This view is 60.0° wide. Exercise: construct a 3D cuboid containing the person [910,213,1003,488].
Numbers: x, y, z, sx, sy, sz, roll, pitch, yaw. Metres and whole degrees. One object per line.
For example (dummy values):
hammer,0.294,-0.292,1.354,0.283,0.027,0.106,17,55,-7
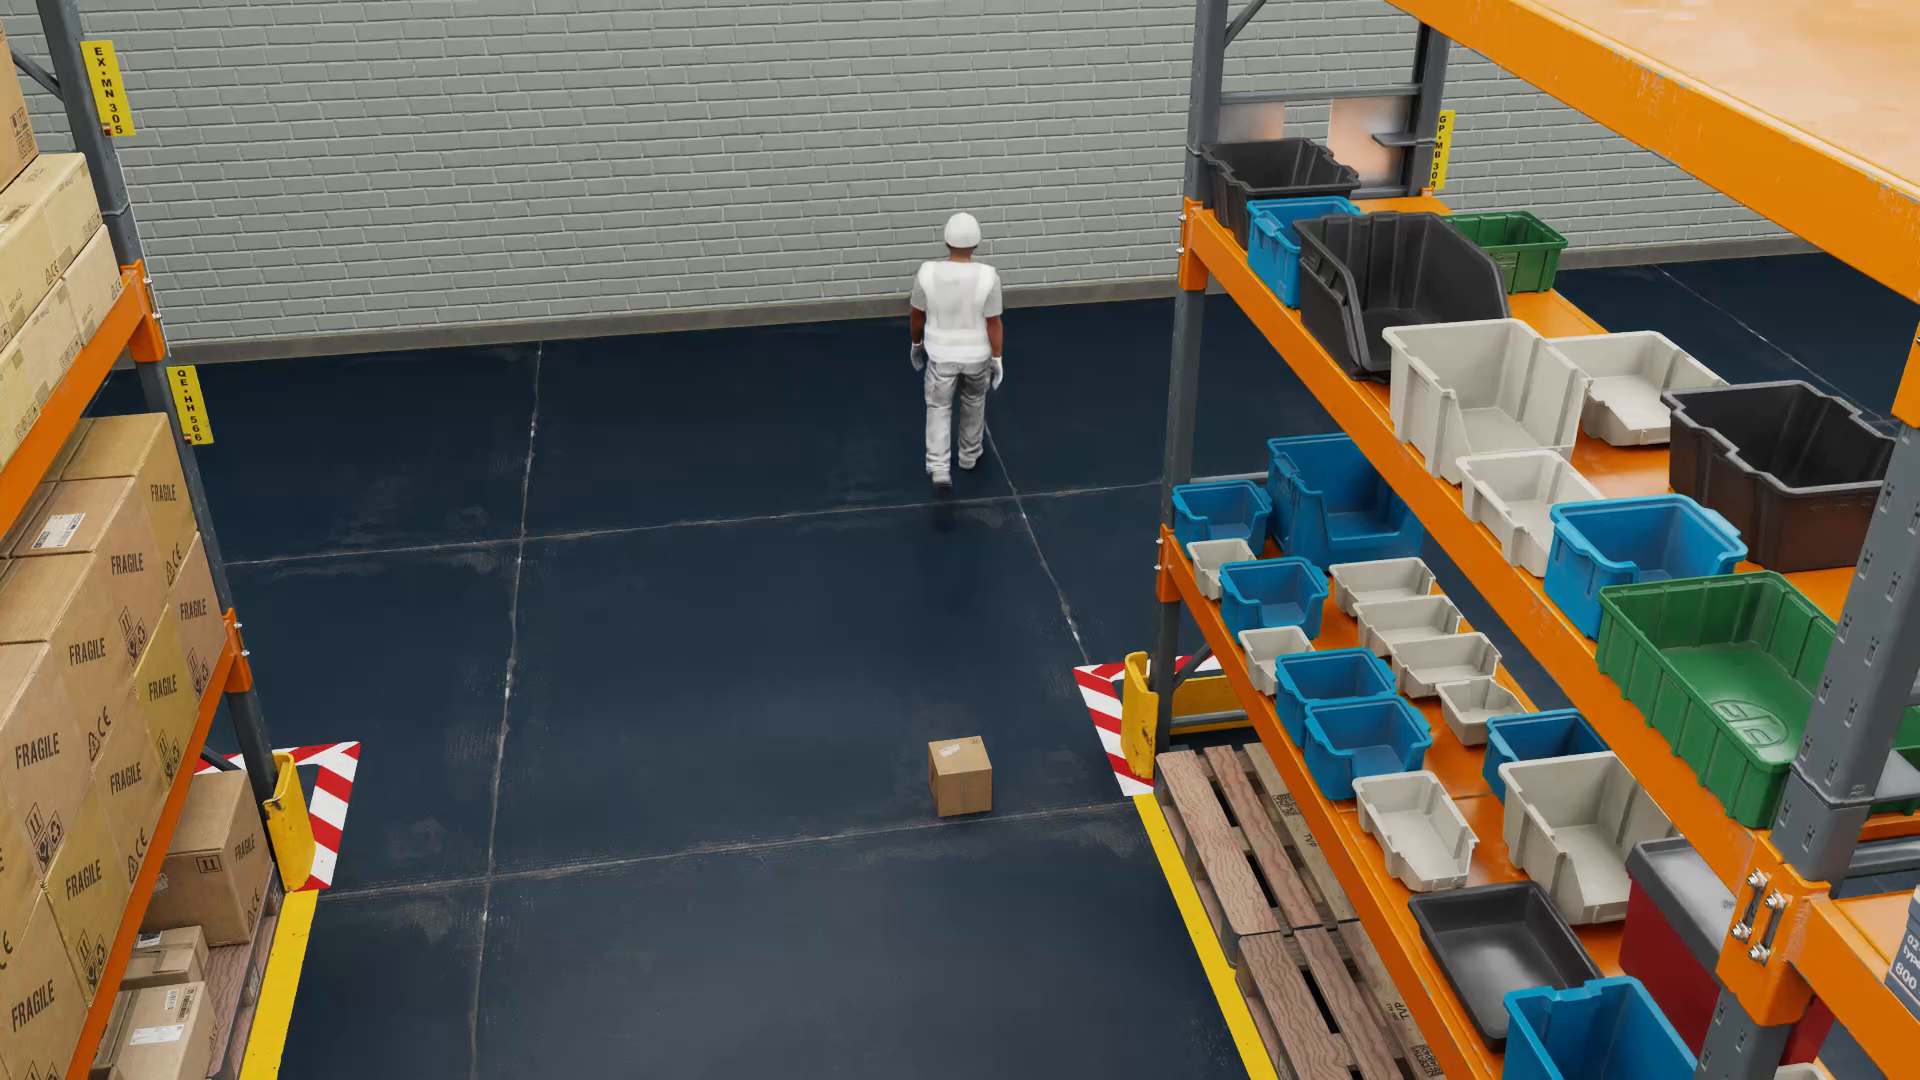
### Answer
person,-0.021,-1.131,10.034,0.569,1.758,0.902,2,30,3
